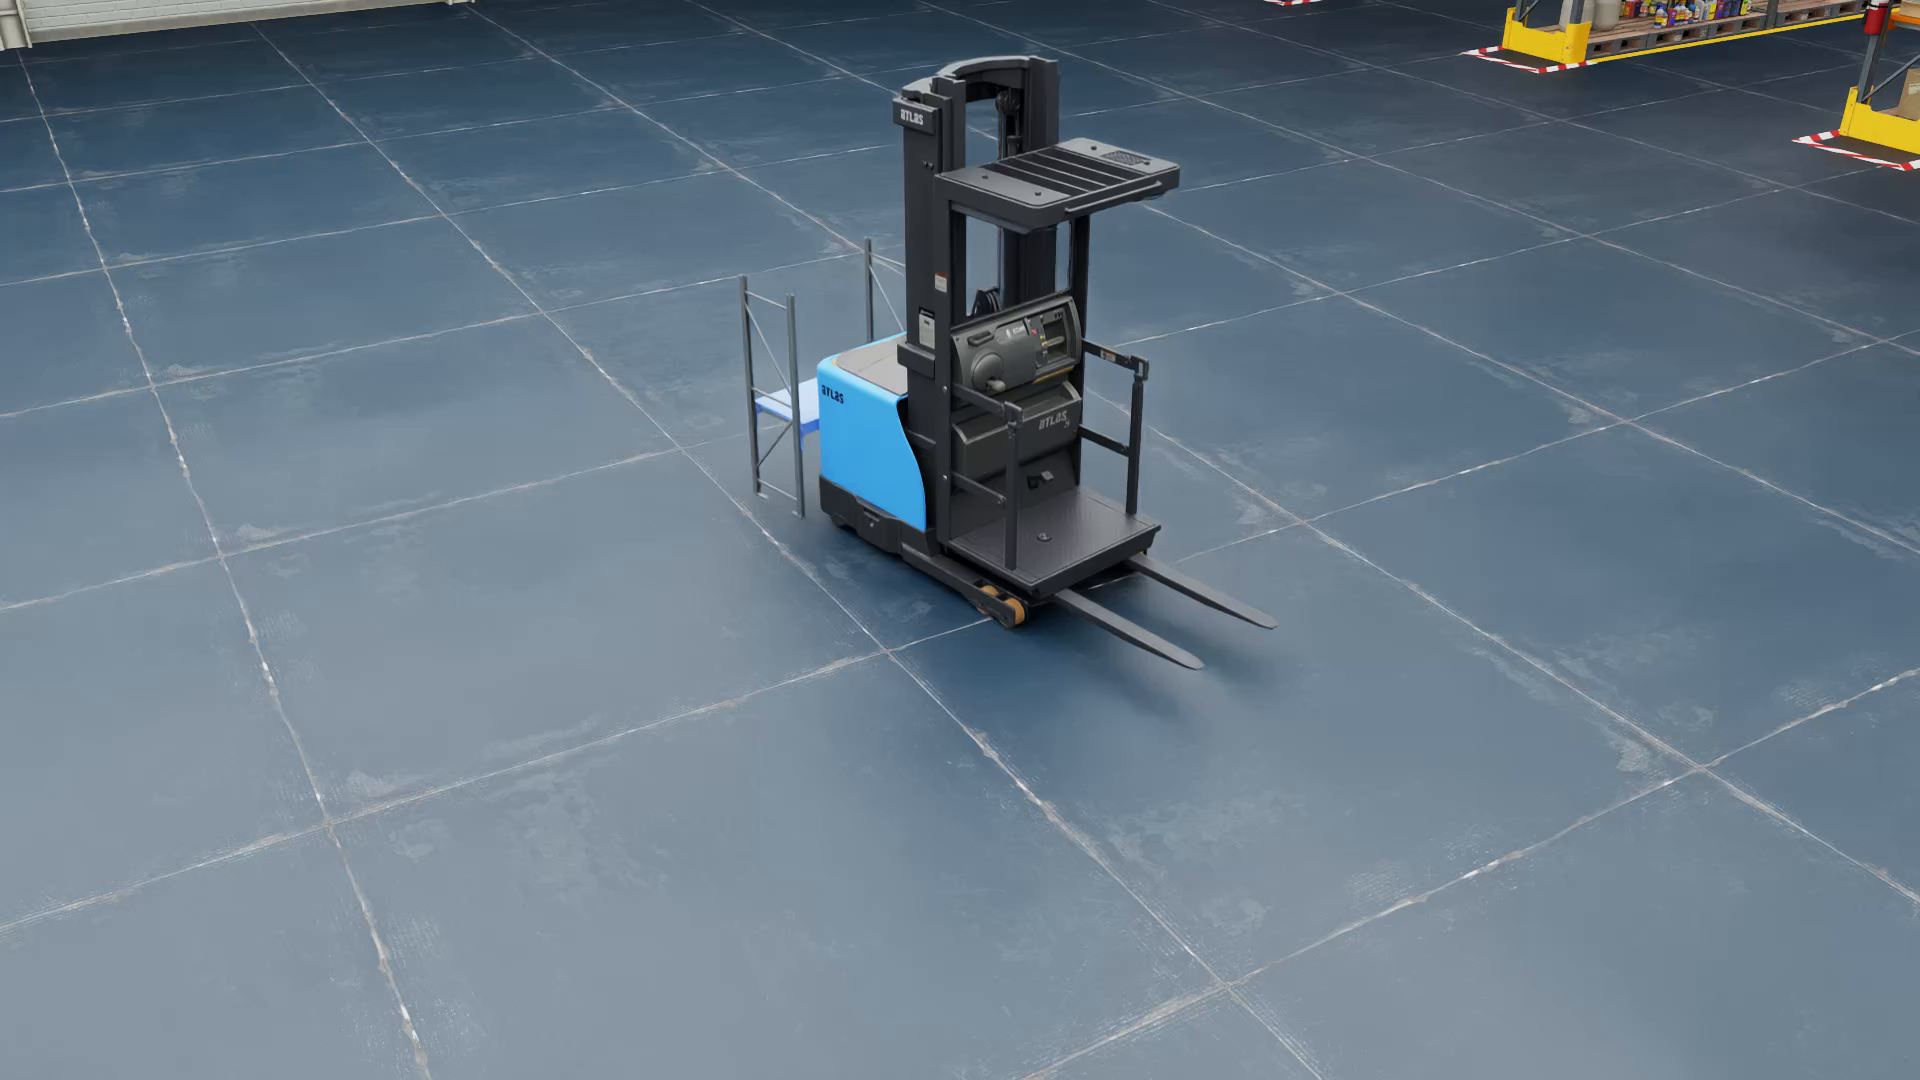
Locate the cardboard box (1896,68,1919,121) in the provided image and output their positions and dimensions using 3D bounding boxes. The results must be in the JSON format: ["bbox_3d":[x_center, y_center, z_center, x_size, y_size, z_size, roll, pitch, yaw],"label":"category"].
[{"bbox_3d":[10.716,-4.872,18.224,0.500,0.500,0.500,-10,30,-17],"label":"cardboard box"}]

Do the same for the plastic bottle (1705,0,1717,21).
[{"bbox_3d":[10.256,-7.308,22.772,0.185,0.351,0.144,-16,33,-27],"label":"plastic bottle"}]

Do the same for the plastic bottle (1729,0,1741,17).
[{"bbox_3d":[10.700,-7.434,23.000,0.185,0.351,0.144,-17,33,-28],"label":"plastic bottle"}]

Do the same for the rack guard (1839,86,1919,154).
[{"bbox_3d":[10.235,-4.560,18.094,0.348,0.500,1.175,-16,33,-26],"label":"rack guard"}]

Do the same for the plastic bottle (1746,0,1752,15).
[{"bbox_3d":[10.954,-7.427,23.143,0.097,0.201,0.097,0,29,0],"label":"plastic bottle"}]

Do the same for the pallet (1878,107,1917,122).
[{"bbox_3d":[10.953,-4.618,18.498,1.213,0.211,1.003,-16,33,-26],"label":"pallet"}]

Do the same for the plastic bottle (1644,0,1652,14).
[{"bbox_3d":[9.513,-7.491,23.104,0.185,0.351,0.144,-14,32,-24],"label":"plastic bottle"}]

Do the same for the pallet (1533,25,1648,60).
[{"bbox_3d":[8.405,-6.713,22.295,1.213,0.211,1.003,-16,33,-26],"label":"pallet"}]

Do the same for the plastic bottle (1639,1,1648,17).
[{"bbox_3d":[9.452,-7.336,22.978,0.097,0.201,0.097,0,29,0],"label":"plastic bottle"}]

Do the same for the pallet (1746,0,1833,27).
[{"bbox_3d":[11.766,-7.666,24.021,1.213,0.211,1.003,-16,33,-26],"label":"pallet"}]

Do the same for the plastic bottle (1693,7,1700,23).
[{"bbox_3d":[10.026,-7.164,22.666,0.097,0.201,0.097,0,29,0],"label":"plastic bottle"}]

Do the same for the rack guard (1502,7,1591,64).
[{"bbox_3d":[7.702,-6.643,21.869,0.348,0.500,1.175,-16,33,-26],"label":"rack guard"}]

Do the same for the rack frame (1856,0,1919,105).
[{"bbox_3d":[10.170,-5.636,17.457,0.127,3.000,1.000,-16,33,-26],"label":"rack frame"}]

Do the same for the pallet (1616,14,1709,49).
[{"bbox_3d":[9.456,-7.010,22.832,1.213,0.211,1.003,-16,33,-26],"label":"pallet"}]

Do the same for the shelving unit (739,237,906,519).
[{"bbox_3d":[-0.805,-1.054,10.705,1.048,1.500,0.538,-25,38,-38],"label":"shelving unit"}]

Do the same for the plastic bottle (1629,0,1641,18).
[{"bbox_3d":[9.307,-7.341,22.902,0.133,0.283,0.061,-16,33,-26],"label":"plastic bottle"}]

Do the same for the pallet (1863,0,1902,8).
[{"bbox_3d":[13.870,-8.263,25.103,1.213,0.211,1.003,-16,33,-26],"label":"pallet"}]

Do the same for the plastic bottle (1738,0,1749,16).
[{"bbox_3d":[10.861,-7.427,23.057,0.133,0.283,0.061,-14,32,-24],"label":"plastic bottle"}]

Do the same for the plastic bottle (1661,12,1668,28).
[{"bbox_3d":[9.471,-7.006,22.380,0.097,0.201,0.097,0,29,0],"label":"plastic bottle"}]

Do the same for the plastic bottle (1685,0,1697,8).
[{"bbox_3d":[10.276,-7.627,23.350,0.185,0.351,0.144,-16,33,-26],"label":"plastic bottle"}]

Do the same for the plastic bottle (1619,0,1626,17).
[{"bbox_3d":[9.113,-7.371,22.957,0.133,0.283,0.061,-15,32,-25],"label":"plastic bottle"}]

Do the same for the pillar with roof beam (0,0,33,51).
[{"bbox_3d":[-10.532,-8.785,16.954,0.400,9.000,9.100,-16,33,-26],"label":"pillar with roof beam"}]

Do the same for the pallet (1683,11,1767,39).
[{"bbox_3d":[10.509,-7.311,23.377,1.213,0.211,1.003,-16,33,-26],"label":"pallet"}]

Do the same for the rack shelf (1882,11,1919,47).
[{"bbox_3d":[11.894,-5.811,18.518,4.000,0.370,1.077,-16,33,-26],"label":"rack shelf"}]

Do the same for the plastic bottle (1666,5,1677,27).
[{"bbox_3d":[9.586,-7.065,22.401,0.133,0.283,0.061,-15,32,-26],"label":"plastic bottle"}]

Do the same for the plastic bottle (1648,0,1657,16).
[{"bbox_3d":[9.612,-7.386,23.068,0.097,0.201,0.097,0,29,0],"label":"plastic bottle"}]

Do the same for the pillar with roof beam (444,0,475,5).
[{"bbox_3d":[-5.359,-10.254,19.615,0.400,9.000,9.100,-16,33,-26],"label":"pillar with roof beam"}]

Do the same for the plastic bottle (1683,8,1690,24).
[{"bbox_3d":[9.849,-7.114,22.575,0.097,0.201,0.097,0,29,0],"label":"plastic bottle"}]

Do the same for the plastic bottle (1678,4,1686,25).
[{"bbox_3d":[9.763,-7.120,22.514,0.097,0.271,0.097,0,29,0],"label":"plastic bottle"}]

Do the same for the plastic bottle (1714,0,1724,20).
[{"bbox_3d":[10.415,-7.300,22.828,0.133,0.283,0.061,-14,32,-23],"label":"plastic bottle"}]

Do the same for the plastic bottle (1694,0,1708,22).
[{"bbox_3d":[10.114,-7.237,22.721,0.135,0.276,0.152,-15,32,-25],"label":"plastic bottle"}]

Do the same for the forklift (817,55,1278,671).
[{"bbox_3d":[0.472,-1.063,9.240,1.130,2.935,3.031,-24,37,-36],"label":"forklift"}]

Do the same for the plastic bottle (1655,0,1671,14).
[{"bbox_3d":[9.770,-7.448,23.104,0.135,0.276,0.152,-16,33,-26],"label":"plastic bottle"}]

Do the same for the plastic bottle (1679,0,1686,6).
[{"bbox_3d":[10.139,-7.566,23.322,0.097,0.271,0.097,0,29,0],"label":"plastic bottle"}]

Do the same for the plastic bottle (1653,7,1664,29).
[{"bbox_3d":[9.381,-7.012,22.317,0.097,0.271,0.097,0,29,0],"label":"plastic bottle"}]

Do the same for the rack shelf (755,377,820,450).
[{"bbox_3d":[-0.805,-0.896,10.792,1.000,0.185,0.538,-25,38,-38],"label":"rack shelf"}]

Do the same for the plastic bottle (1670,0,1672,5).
[{"bbox_3d":[9.932,-7.554,23.301,0.097,0.271,0.097,0,29,0],"label":"plastic bottle"}]

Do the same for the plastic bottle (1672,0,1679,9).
[{"bbox_3d":[10.040,-7.641,23.375,0.185,0.351,0.144,-17,33,-28],"label":"plastic bottle"}]

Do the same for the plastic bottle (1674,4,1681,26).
[{"bbox_3d":[9.677,-7.096,22.469,0.097,0.271,0.097,0,29,0],"label":"plastic bottle"}]

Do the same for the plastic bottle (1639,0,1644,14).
[{"bbox_3d":[9.372,-7.416,23.045,0.135,0.276,0.152,-17,33,-28],"label":"plastic bottle"}]

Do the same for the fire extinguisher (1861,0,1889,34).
[{"bbox_3d":[9.837,-5.766,17.772,0.183,0.674,0.296,-16,33,-26],"label":"fire extinguisher"}]

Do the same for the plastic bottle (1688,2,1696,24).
[{"bbox_3d":[9.938,-7.170,22.604,0.097,0.271,0.097,0,29,0],"label":"plastic bottle"}]

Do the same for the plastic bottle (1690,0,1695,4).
[{"bbox_3d":[10.059,-7.284,22.799,0.133,0.283,0.061,-16,33,-26],"label":"plastic bottle"}]

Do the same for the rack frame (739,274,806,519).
[{"bbox_3d":[-1.170,-0.883,10.395,0.032,1.500,0.500,-25,38,-38],"label":"rack frame"}]

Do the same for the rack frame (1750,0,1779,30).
[{"bbox_3d":[11.109,-8.679,22.970,0.127,3.000,1.000,-16,33,-26],"label":"rack frame"}]

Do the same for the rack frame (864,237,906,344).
[{"bbox_3d":[-0.441,-1.225,11.015,0.032,1.500,0.500,-25,38,-38],"label":"rack frame"}]

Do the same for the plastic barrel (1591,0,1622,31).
[{"bbox_3d":[8.621,-7.110,22.267,0.421,0.512,0.421,0,29,0],"label":"plastic barrel"}]

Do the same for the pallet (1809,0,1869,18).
[{"bbox_3d":[12.819,-7.967,24.566,1.213,0.211,1.003,-16,33,-26],"label":"pallet"}]

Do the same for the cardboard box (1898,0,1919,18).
[{"bbox_3d":[10.311,-5.682,17.800,0.250,0.149,0.380,-16,33,-26],"label":"cardboard box"}]

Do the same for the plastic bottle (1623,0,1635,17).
[{"bbox_3d":[9.253,-7.382,22.984,0.135,0.276,0.152,-16,33,-26],"label":"plastic bottle"}]

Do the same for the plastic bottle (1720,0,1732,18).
[{"bbox_3d":[10.534,-7.387,22.915,0.185,0.351,0.144,-18,33,-29],"label":"plastic bottle"}]

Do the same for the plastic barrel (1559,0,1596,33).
[{"bbox_3d":[8.189,-6.987,22.045,0.421,0.512,0.421,0,29,0],"label":"plastic barrel"}]

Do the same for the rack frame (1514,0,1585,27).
[{"bbox_3d":[7.660,-7.700,21.195,0.127,3.000,1.000,-16,33,-26],"label":"rack frame"}]

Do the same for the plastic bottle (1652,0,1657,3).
[{"bbox_3d":[9.674,-7.537,23.186,0.185,0.351,0.144,-16,33,-27],"label":"plastic bottle"}]
